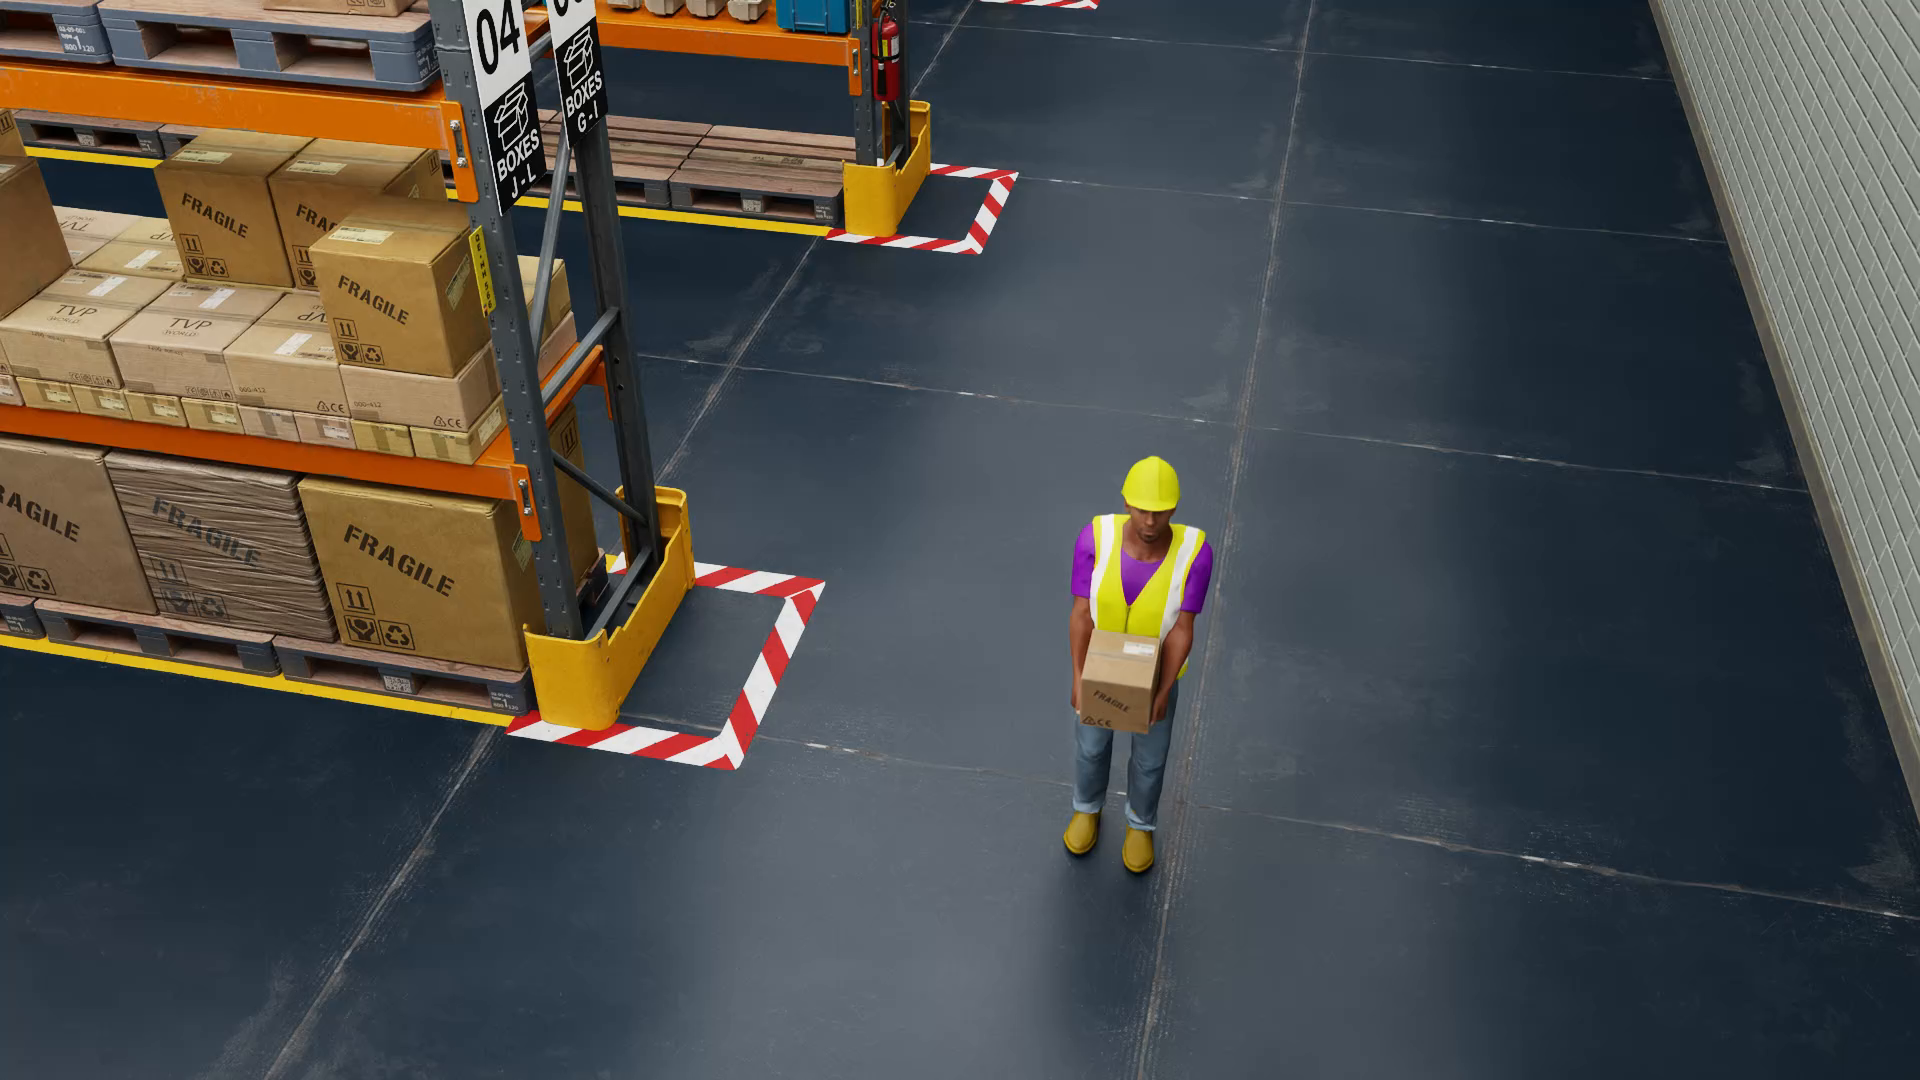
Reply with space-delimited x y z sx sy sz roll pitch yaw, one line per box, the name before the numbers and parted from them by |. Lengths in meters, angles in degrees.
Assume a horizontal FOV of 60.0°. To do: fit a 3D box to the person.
person | 0.636 0.528 6.233 0.503 1.760 0.577 8 37 11
